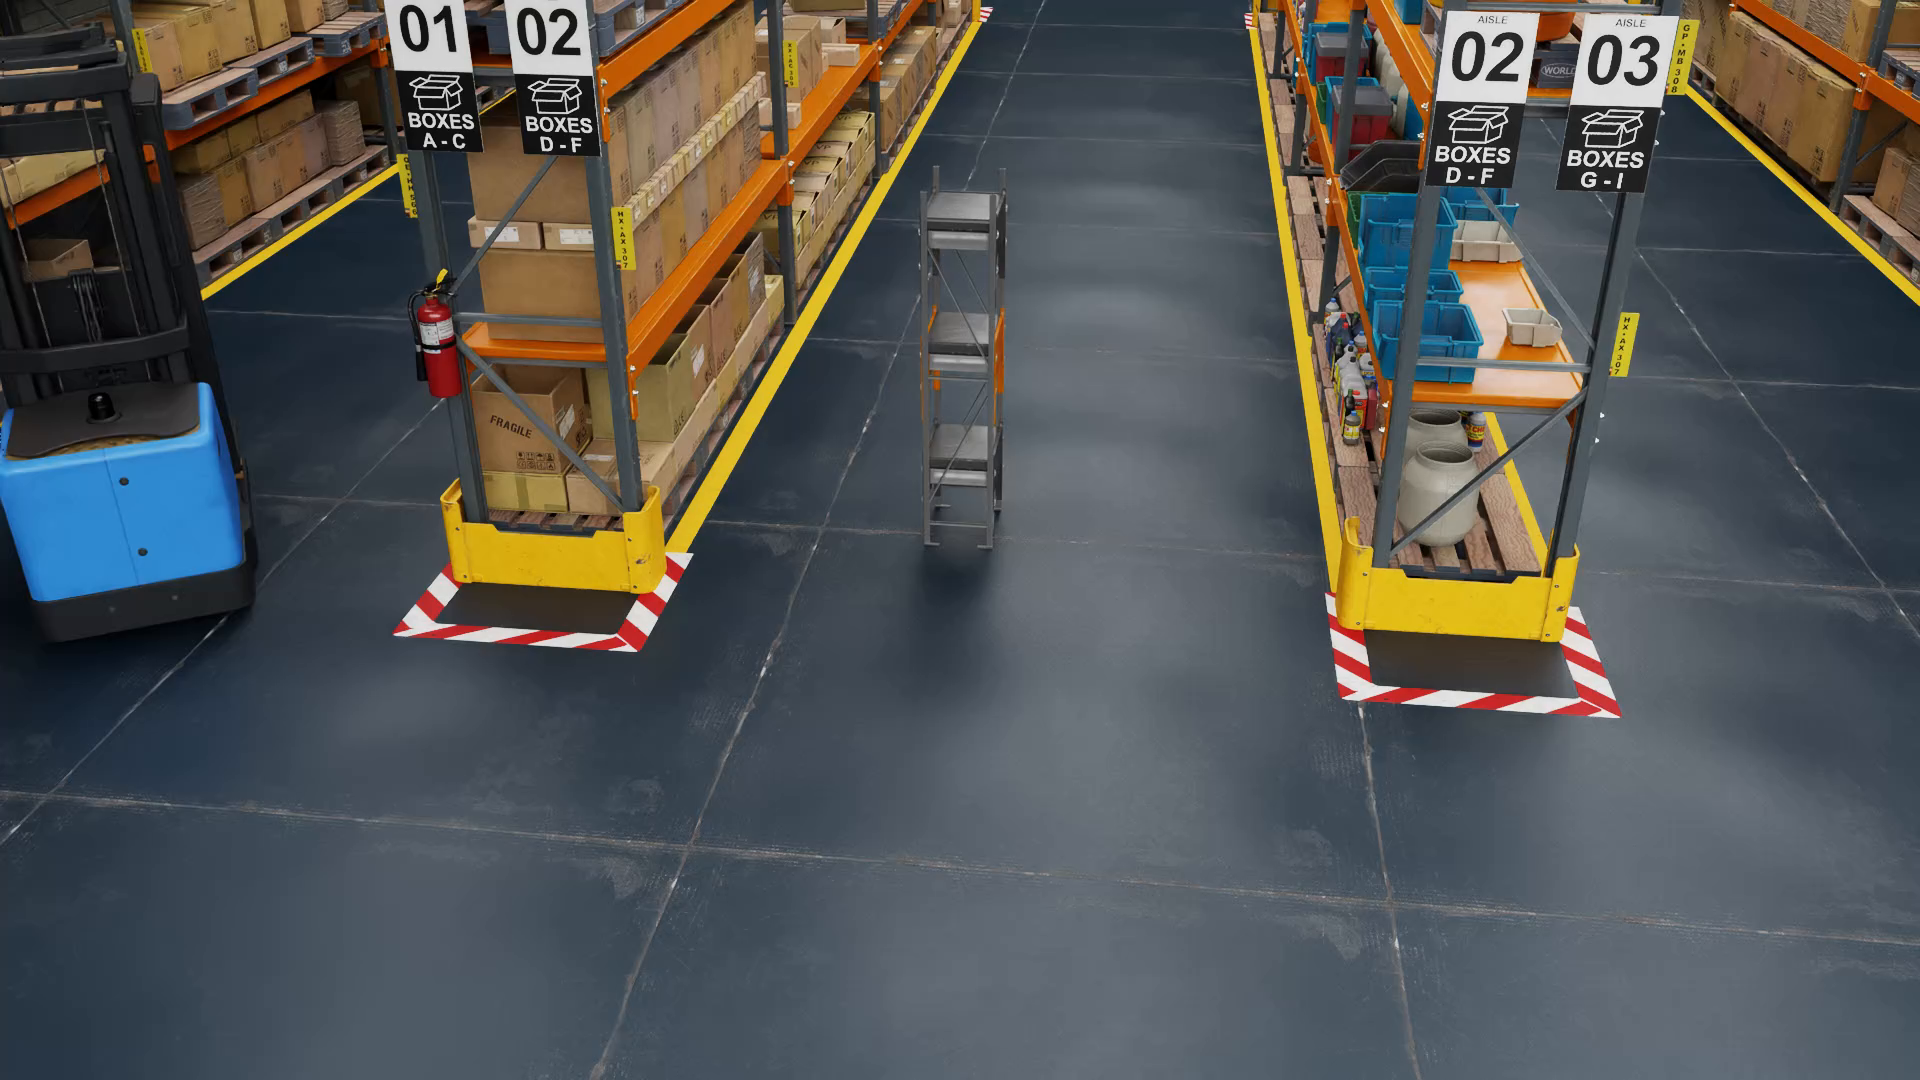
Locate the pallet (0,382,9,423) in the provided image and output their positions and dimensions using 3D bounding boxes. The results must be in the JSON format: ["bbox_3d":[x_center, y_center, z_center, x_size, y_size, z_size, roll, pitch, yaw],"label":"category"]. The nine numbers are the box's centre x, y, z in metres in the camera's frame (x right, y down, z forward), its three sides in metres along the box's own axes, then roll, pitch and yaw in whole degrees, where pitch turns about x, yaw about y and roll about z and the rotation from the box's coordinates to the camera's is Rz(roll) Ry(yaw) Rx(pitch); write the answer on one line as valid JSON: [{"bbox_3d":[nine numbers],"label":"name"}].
[{"bbox_3d":[-6.876,-1.193,11.743,1.003,0.211,1.213,3,28,6],"label":"pallet"}]

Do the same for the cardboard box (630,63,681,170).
[{"bbox_3d":[-2.058,-2.490,9.737,0.700,0.500,0.500,3,29,6],"label":"cardboard box"}]

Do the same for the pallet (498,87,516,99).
[{"bbox_3d":[-5.721,-5.486,19.710,1.003,0.211,1.213,3,28,6],"label":"pallet"}]

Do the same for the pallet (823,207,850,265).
[{"bbox_3d":[-1.566,-2.726,14.588,1.003,0.211,1.213,3,28,6],"label":"pallet"}]

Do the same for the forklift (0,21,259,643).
[{"bbox_3d":[-4.858,-1.436,9.325,1.130,2.935,3.031,-11,30,-20],"label":"forklift"}]

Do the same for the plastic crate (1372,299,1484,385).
[{"bbox_3d":[2.425,-1.044,8.682,0.499,0.251,0.616,3,28,6],"label":"plastic crate"}]

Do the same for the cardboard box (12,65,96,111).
[{"bbox_3d":[-6.488,-3.112,11.711,0.500,0.500,0.500,3,28,6],"label":"cardboard box"}]

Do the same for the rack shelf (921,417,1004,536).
[{"bbox_3d":[0.020,-0.374,9.735,0.431,0.518,0.480,3,28,6],"label":"rack shelf"}]

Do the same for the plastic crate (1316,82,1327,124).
[{"bbox_3d":[3.084,-3.482,13.275,0.450,0.188,0.662,3,28,6],"label":"plastic crate"}]

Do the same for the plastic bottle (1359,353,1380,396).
[{"bbox_3d":[2.715,-1.092,11.023,0.152,0.276,0.135,3,28,6],"label":"plastic bottle"}]

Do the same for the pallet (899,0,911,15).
[{"bbox_3d":[-1.041,-5.743,17.450,1.003,0.211,1.213,3,28,6],"label":"pallet"}]

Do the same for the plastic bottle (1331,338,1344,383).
[{"bbox_3d":[2.555,-1.217,11.247,0.061,0.283,0.133,5,29,8],"label":"plastic bottle"}]

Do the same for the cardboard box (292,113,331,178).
[{"bbox_3d":[-6.406,-3.714,15.652,0.700,0.500,0.500,3,28,6],"label":"cardboard box"}]

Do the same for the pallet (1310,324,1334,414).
[{"bbox_3d":[3.027,-1.198,11.751,1.003,0.211,1.213,3,28,6],"label":"pallet"}]

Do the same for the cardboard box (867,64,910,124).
[{"bbox_3d":[-0.810,-4.685,17.456,0.500,0.500,0.500,3,28,6],"label":"cardboard box"}]

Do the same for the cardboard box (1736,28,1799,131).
[{"bbox_3d":[8.879,-4.744,17.190,1.225,0.875,0.875,2,28,4],"label":"cardboard box"}]

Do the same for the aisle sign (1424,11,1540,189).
[{"bbox_3d":[2.357,-1.984,7.530,0.394,0.787,0.004,3,28,6],"label":"aisle sign"}]

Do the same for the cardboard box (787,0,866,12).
[{"bbox_3d":[-1.309,-5.444,16.144,0.700,0.500,0.500,-6,29,-11],"label":"cardboard box"}]

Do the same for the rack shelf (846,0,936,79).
[{"bbox_3d":[-1.030,-5.537,17.623,1.077,0.370,4.000,3,28,6],"label":"rack shelf"}]

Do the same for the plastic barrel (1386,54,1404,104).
[{"bbox_3d":[3.576,-3.582,13.093,0.433,0.535,0.433,0,28,0],"label":"plastic barrel"}]

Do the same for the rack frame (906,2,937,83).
[{"bbox_3d":[-0.785,-6.795,19.200,1.000,3.000,0.127,3,28,6],"label":"rack frame"}]

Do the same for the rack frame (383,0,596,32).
[{"bbox_3d":[-2.255,-3.787,7.292,1.000,3.000,0.127,3,28,6],"label":"rack frame"}]

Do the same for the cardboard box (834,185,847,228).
[{"bbox_3d":[-1.281,-2.903,14.432,0.500,0.250,0.500,4,29,7],"label":"cardboard box"}]

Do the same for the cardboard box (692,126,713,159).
[{"bbox_3d":[-1.772,-2.495,10.430,0.380,0.149,0.250,4,29,8],"label":"cardboard box"}]

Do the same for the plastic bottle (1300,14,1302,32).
[{"bbox_3d":[3.363,-5.049,16.169,0.097,0.201,0.097,0,28,0],"label":"plastic bottle"}]

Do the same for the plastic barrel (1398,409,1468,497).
[{"bbox_3d":[2.727,-0.496,9.689,0.421,0.512,0.421,0,28,0],"label":"plastic barrel"}]

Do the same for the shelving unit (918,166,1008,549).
[{"bbox_3d":[0.020,-1.002,9.397,0.431,2.100,0.503,3,28,6],"label":"shelving unit"}]

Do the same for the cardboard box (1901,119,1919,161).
[{"bbox_3d":[8.504,-3.441,14.355,0.500,0.250,0.500,4,29,8],"label":"cardboard box"}]

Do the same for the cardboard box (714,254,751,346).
[{"bbox_3d":[-1.735,-1.632,11.283,0.500,0.500,0.500,3,28,6],"label":"cardboard box"}]

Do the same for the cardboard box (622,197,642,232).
[{"bbox_3d":[-1.963,-1.772,9.088,0.380,0.149,0.250,3,28,5],"label":"cardboard box"}]

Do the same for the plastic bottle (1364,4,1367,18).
[{"bbox_3d":[4.041,-5.459,16.772,0.144,0.351,0.185,3,28,6],"label":"plastic bottle"}]

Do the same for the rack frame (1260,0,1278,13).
[{"bbox_3d":[4.621,-8.388,22.157,1.000,3.000,0.127,3,28,6],"label":"rack frame"}]

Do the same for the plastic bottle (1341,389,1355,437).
[{"bbox_3d":[2.447,-0.800,10.473,0.061,0.283,0.133,4,29,7],"label":"plastic bottle"}]

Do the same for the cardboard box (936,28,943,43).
[{"bbox_3d":[-0.422,-6.334,20.868,0.380,0.166,0.250,3,28,6],"label":"cardboard box"}]

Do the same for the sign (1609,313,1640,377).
[{"bbox_3d":[3.206,-0.944,8.048,0.100,0.325,0.005,3,28,6],"label":"sign"}]

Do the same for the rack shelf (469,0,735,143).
[{"bbox_3d":[-2.010,-3.091,9.922,1.077,0.370,4.000,3,28,6],"label":"rack shelf"}]

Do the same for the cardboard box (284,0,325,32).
[{"bbox_3d":[-6.281,-4.949,15.205,0.700,0.500,0.500,1,28,1],"label":"cardboard box"}]

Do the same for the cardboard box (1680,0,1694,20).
[{"bbox_3d":[9.426,-6.615,20.664,0.875,0.875,0.875,3,28,6],"label":"cardboard box"}]

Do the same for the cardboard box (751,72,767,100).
[{"bbox_3d":[-1.585,-3.218,11.772,0.380,0.149,0.250,3,28,6],"label":"cardboard box"}]

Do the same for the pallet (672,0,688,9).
[{"bbox_3d":[-1.996,-3.335,9.708,1.003,0.211,1.213,3,28,6],"label":"pallet"}]

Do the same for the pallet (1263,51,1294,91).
[{"bbox_3d":[4.183,-5.626,19.970,1.003,0.211,1.213,3,28,6],"label":"pallet"}]

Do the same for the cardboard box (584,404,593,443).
[{"bbox_3d":[-2.433,-0.626,10.206,0.500,0.250,0.500,3,28,6],"label":"cardboard box"}]

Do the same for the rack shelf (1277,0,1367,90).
[{"bbox_3d":[3.886,-5.247,17.085,1.077,0.370,4.000,3,28,6],"label":"rack shelf"}]

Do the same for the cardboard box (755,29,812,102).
[{"bbox_3d":[-1.529,-3.917,13.753,0.500,0.500,0.500,3,28,6],"label":"cardboard box"}]

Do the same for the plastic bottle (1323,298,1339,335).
[{"bbox_3d":[2.677,-1.607,11.984,0.097,0.271,0.097,0,28,0],"label":"plastic bottle"}]

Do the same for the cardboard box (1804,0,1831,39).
[{"bbox_3d":[8.498,-5.104,15.956,0.500,0.500,0.500,2,28,5],"label":"cardboard box"}]

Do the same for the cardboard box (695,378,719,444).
[{"bbox_3d":[-1.849,-0.831,10.586,0.500,0.250,0.500,3,28,6],"label":"cardboard box"}]

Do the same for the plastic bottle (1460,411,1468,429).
[{"bbox_3d":[3.234,-0.846,10.570,0.097,0.271,0.097,0,28,0],"label":"plastic bottle"}]

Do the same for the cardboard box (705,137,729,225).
[{"bbox_3d":[-1.936,-2.379,10.898,0.700,0.500,0.500,4,29,7],"label":"cardboard box"}]

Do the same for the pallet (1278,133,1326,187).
[{"bbox_3d":[3.696,-3.768,16.522,1.003,0.211,1.213,3,28,6],"label":"pallet"}]

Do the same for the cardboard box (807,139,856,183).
[{"bbox_3d":[-1.216,-3.390,14.745,0.500,0.311,0.500,3,28,6],"label":"cardboard box"}]

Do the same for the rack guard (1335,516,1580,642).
[{"bbox_3d":[2.623,0.205,8.842,1.175,0.500,0.348,3,28,6],"label":"rack guard"}]

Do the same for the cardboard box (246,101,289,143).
[{"bbox_3d":[-6.418,-3.772,14.971,0.500,0.250,0.500,3,28,6],"label":"cardboard box"}]
